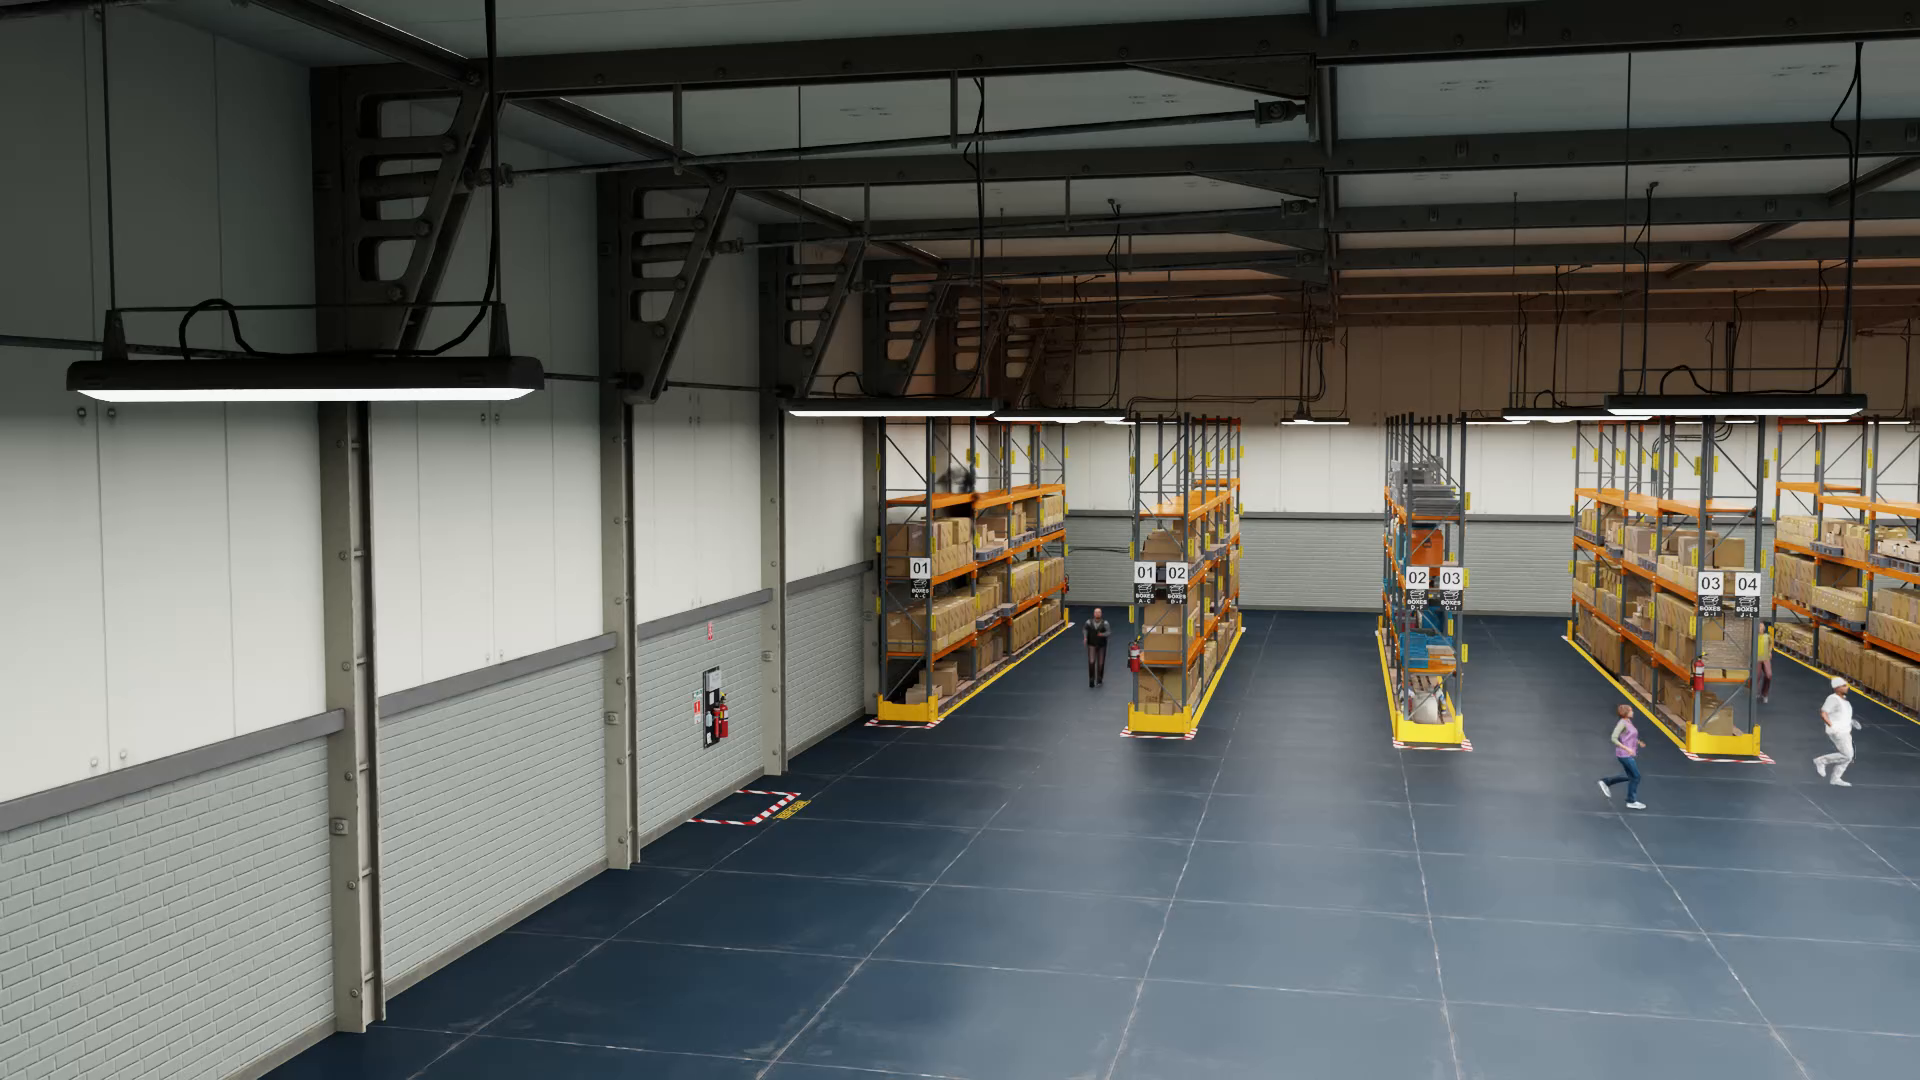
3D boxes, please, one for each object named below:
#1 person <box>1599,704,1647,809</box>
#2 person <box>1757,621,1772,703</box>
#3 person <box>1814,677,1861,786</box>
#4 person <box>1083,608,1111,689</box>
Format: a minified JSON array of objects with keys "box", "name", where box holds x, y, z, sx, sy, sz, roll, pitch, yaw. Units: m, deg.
[{"box":[9.993,3.245,25.077,0.705,1.556,0.544,3,5,34],"name":"person"},{"box":[16.714,2.548,34.733,0.556,1.710,0.706,1,4,11],"name":"person"},{"box":[14.058,3.061,26.579,0.548,1.736,0.693,4,5,43],"name":"person"},{"box":[3.016,2.389,36.655,0.624,1.780,0.752,0,4,4],"name":"person"}]
